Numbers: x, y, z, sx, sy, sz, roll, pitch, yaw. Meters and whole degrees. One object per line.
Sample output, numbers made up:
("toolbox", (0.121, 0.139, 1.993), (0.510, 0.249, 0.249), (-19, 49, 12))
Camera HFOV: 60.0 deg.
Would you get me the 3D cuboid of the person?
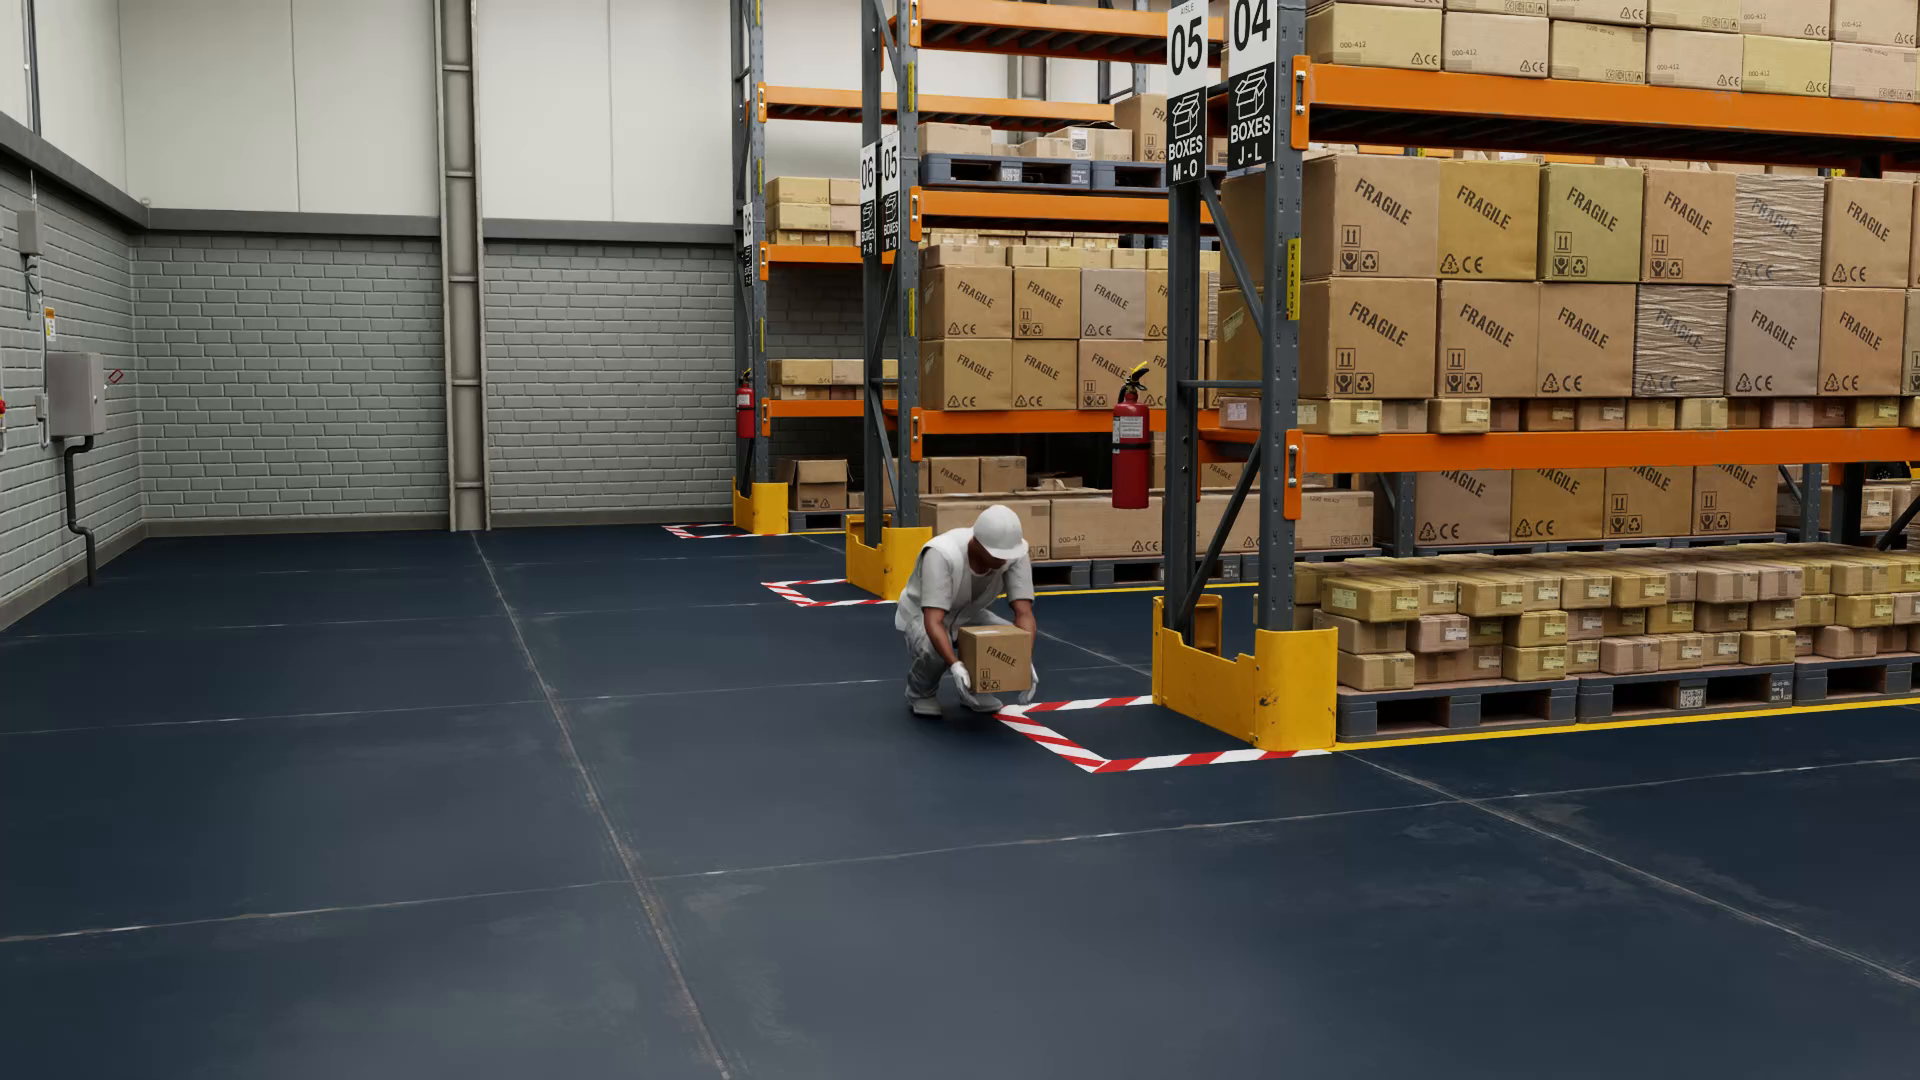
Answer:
("person", (0.042, 0.318, 7.525), (0.569, 0.990, 0.912), (-2, 6, -21))
